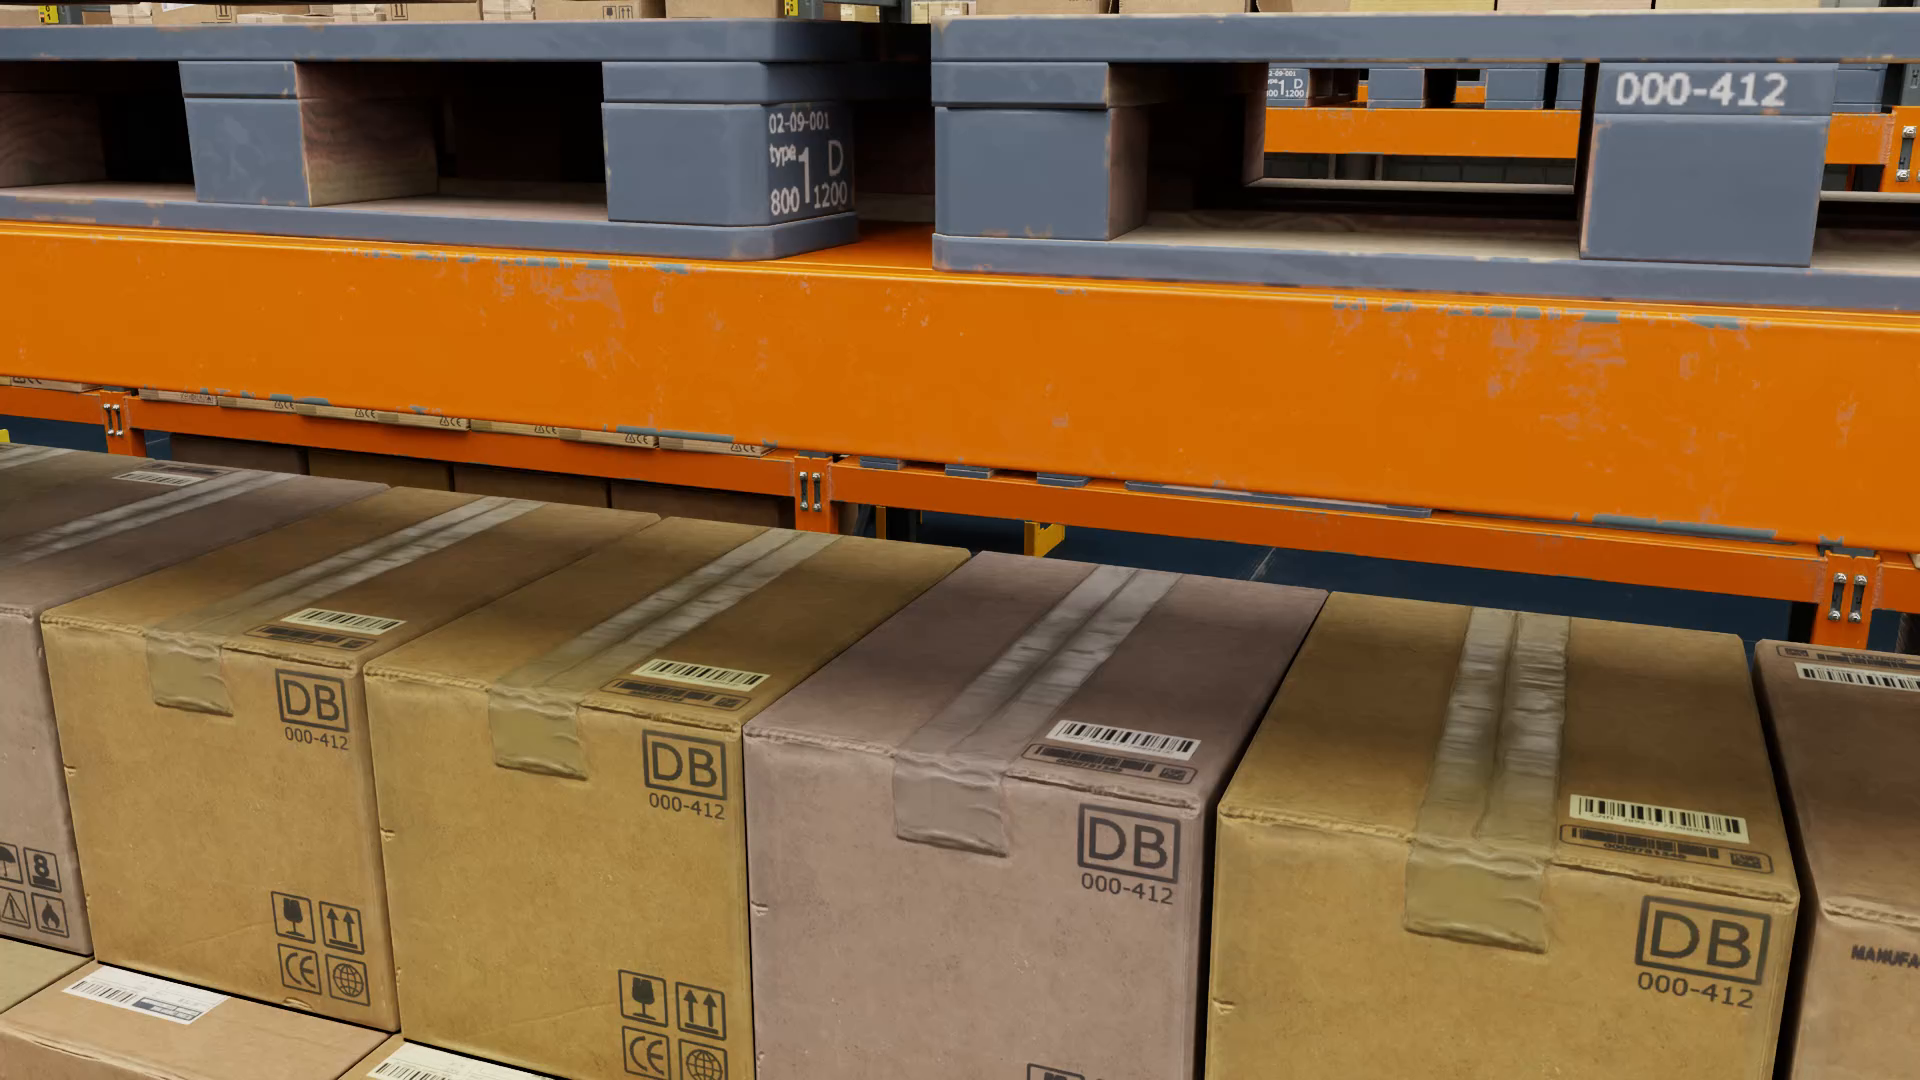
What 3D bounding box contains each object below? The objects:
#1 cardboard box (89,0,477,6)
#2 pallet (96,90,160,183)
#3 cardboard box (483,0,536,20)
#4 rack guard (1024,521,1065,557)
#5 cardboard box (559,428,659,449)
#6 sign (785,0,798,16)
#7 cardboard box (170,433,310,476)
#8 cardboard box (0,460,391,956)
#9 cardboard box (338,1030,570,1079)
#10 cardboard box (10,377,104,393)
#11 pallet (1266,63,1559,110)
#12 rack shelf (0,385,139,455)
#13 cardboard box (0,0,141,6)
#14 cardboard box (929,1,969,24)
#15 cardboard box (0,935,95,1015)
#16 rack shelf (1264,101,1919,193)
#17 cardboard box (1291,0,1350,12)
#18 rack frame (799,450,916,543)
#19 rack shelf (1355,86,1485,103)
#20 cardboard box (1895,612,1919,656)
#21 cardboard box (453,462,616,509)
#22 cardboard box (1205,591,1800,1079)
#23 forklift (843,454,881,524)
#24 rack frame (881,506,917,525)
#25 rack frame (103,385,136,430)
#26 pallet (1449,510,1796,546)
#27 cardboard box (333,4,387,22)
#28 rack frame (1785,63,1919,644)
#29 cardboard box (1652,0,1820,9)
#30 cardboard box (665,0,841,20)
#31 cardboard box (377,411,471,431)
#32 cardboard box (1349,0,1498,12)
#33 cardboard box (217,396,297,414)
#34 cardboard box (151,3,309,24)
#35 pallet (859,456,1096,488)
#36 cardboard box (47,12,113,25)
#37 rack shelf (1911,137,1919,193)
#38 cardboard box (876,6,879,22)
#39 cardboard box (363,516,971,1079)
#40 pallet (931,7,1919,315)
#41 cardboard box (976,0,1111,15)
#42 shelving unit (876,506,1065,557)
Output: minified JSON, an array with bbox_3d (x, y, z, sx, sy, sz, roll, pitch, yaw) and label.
[{"bbox_3d":[-1.096,-0.977,2.506,0.500,0.311,0.500,6,17,21],"label":"cardboard box"},{"bbox_3d":[-1.560,-0.656,2.513,1.003,0.211,1.213,7,18,23],"label":"pallet"},{"bbox_3d":[-1.866,-2.281,7.257,0.258,0.266,0.396,6,17,19],"label":"cardboard box"},{"bbox_3d":[0.534,-0.061,10.436,0.087,0.250,0.587,6,17,21],"label":"rack guard"},{"bbox_3d":[-1.503,-0.613,7.675,0.500,0.250,0.500,7,17,22],"label":"cardboard box"},{"bbox_3d":[-0.668,-2.236,6.548,0.005,0.325,0.100,6,17,21],"label":"sign"},{"bbox_3d":[-3.571,-0.201,9.042,0.875,0.875,0.875,7,18,22],"label":"cardboard box"},{"bbox_3d":[-1.294,0.213,2.587,0.500,0.500,0.700,6,17,20],"label":"cardboard box"},{"bbox_3d":[-0.454,0.864,2.138,0.500,0.500,0.500,6,17,20],"label":"cardboard box"},{"bbox_3d":[-4.703,-1.091,8.872,0.500,0.500,0.500,6,17,21],"label":"cardboard box"},{"bbox_3d":[1.763,-1.790,6.416,1.003,0.211,1.213,6,17,21],"label":"pallet"},{"bbox_3d":[-6.038,-0.921,9.756,4.000,0.370,1.077,6,17,21],"label":"rack shelf"},{"bbox_3d":[-1.541,-0.932,2.611,0.250,0.166,0.380,6,17,21],"label":"cardboard box"},{"bbox_3d":[-0.039,-3.709,11.711,0.250,0.149,0.380,6,17,19],"label":"cardboard box"},{"bbox_3d":[-1.386,0.761,2.494,0.500,0.500,0.500,6,17,20],"label":"cardboard box"},{"bbox_3d":[1.404,-1.543,6.519,4.000,0.370,1.077,6,17,21],"label":"rack shelf"},{"bbox_3d":[2.452,-3.516,10.912,0.500,0.500,0.700,6,17,20],"label":"cardboard box"},{"bbox_3d":[-0.456,-0.653,7.542,0.127,3.000,1.000,6,17,21],"label":"rack frame"},{"bbox_3d":[3.222,-2.831,10.955,4.000,0.370,1.077,6,17,21],"label":"rack shelf"},{"bbox_3d":[3.913,0.506,6.384,0.500,0.500,0.500,6,17,20],"label":"cardboard box"},{"bbox_3d":[-1.897,-0.019,8.415,0.875,0.875,0.875,7,17,21],"label":"cardboard box"},{"bbox_3d":[0.599,0.421,1.870,0.500,0.500,0.700,6,17,20],"label":"cardboard box"},{"bbox_3d":[-1.997,-1.599,10.924,3.031,2.935,1.130,6,17,20],"label":"forklift"},{"bbox_3d":[-0.394,-0.764,10.614,0.032,1.500,0.500,6,17,21],"label":"rack frame"},{"bbox_3d":[-4.177,-1.062,8.951,0.127,3.000,1.000,6,17,21],"label":"rack frame"},{"bbox_3d":[2.607,-0.267,6.558,1.213,0.211,1.003,6,17,21],"label":"pallet"},{"bbox_3d":[-2.606,-2.362,7.537,0.258,0.266,0.396,8,18,25],"label":"cardboard box"},{"bbox_3d":[3.265,-0.244,6.132,0.127,3.000,1.000,6,17,21],"label":"rack frame"},{"bbox_3d":[2.668,-1.836,5.753,0.500,0.250,0.500,6,17,20],"label":"cardboard box"},{"bbox_3d":[-0.862,-2.344,7.049,0.637,0.503,0.797,5,17,17],"label":"cardboard box"},{"bbox_3d":[-2.450,-0.714,8.021,0.500,0.250,0.500,6,17,20],"label":"cardboard box"},{"bbox_3d":[1.725,-1.941,6.116,0.500,0.250,0.500,7,17,21],"label":"cardboard box"},{"bbox_3d":[-3.383,-0.824,8.400,0.500,0.250,0.500,6,17,19],"label":"cardboard box"},{"bbox_3d":[-3.464,-2.587,7.891,0.500,0.500,0.500,6,17,20],"label":"cardboard box"},{"bbox_3d":[0.246,-0.515,7.413,1.003,0.211,1.213,6,17,21],"label":"pallet"},{"bbox_3d":[-4.648,-2.915,8.842,0.500,0.500,0.500,7,17,22],"label":"cardboard box"},{"bbox_3d":[5.125,-1.134,5.110,4.000,0.370,1.077,6,17,21],"label":"rack shelf"},{"bbox_3d":[-0.594,-3.911,12.369,0.250,0.149,0.380,7,17,22],"label":"cardboard box"},{"bbox_3d":[-0.340,0.317,2.228,0.500,0.500,0.700,6,17,20],"label":"cardboard box"},{"bbox_3d":[0.671,-0.379,1.562,1.217,0.209,0.805,6,17,18],"label":"pallet"},{"bbox_3d":[0.422,-2.042,6.767,0.500,0.500,0.700,6,17,21],"label":"cardboard box"},{"bbox_3d":[0.071,-0.712,10.438,1.083,1.500,0.587,6,17,21],"label":"shelving unit"}]
